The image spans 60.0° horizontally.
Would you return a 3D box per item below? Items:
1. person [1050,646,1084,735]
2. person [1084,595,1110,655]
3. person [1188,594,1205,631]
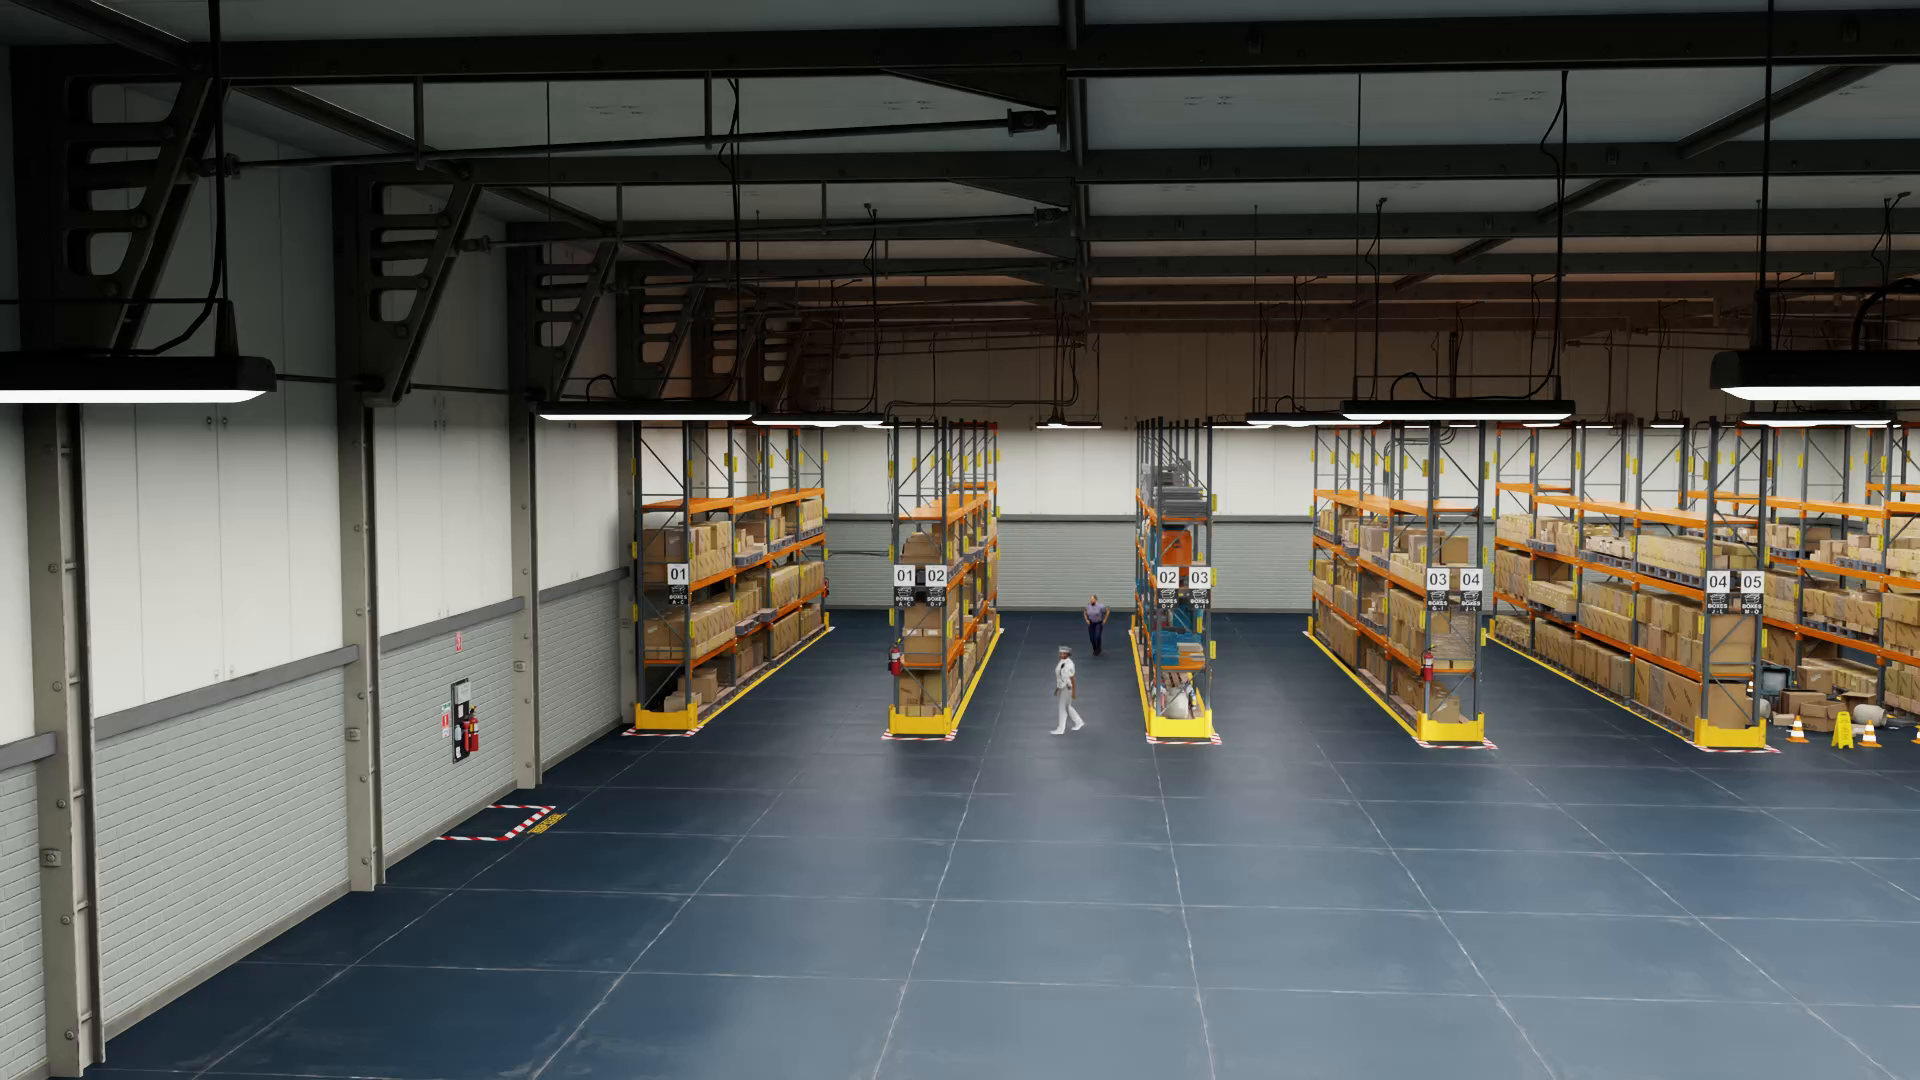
[{"bbox_3d":[2.022,2.827,31.546,0.770,1.649,0.427,-1,4,-17],"label":"person"},{"bbox_3d":[3.491,2.172,42.448,0.662,1.564,0.745,1,4,14],"label":"person"},{"bbox_3d":[6.792,1.766,47.795,0.559,1.666,0.571,-3,5,-43],"label":"person"}]
